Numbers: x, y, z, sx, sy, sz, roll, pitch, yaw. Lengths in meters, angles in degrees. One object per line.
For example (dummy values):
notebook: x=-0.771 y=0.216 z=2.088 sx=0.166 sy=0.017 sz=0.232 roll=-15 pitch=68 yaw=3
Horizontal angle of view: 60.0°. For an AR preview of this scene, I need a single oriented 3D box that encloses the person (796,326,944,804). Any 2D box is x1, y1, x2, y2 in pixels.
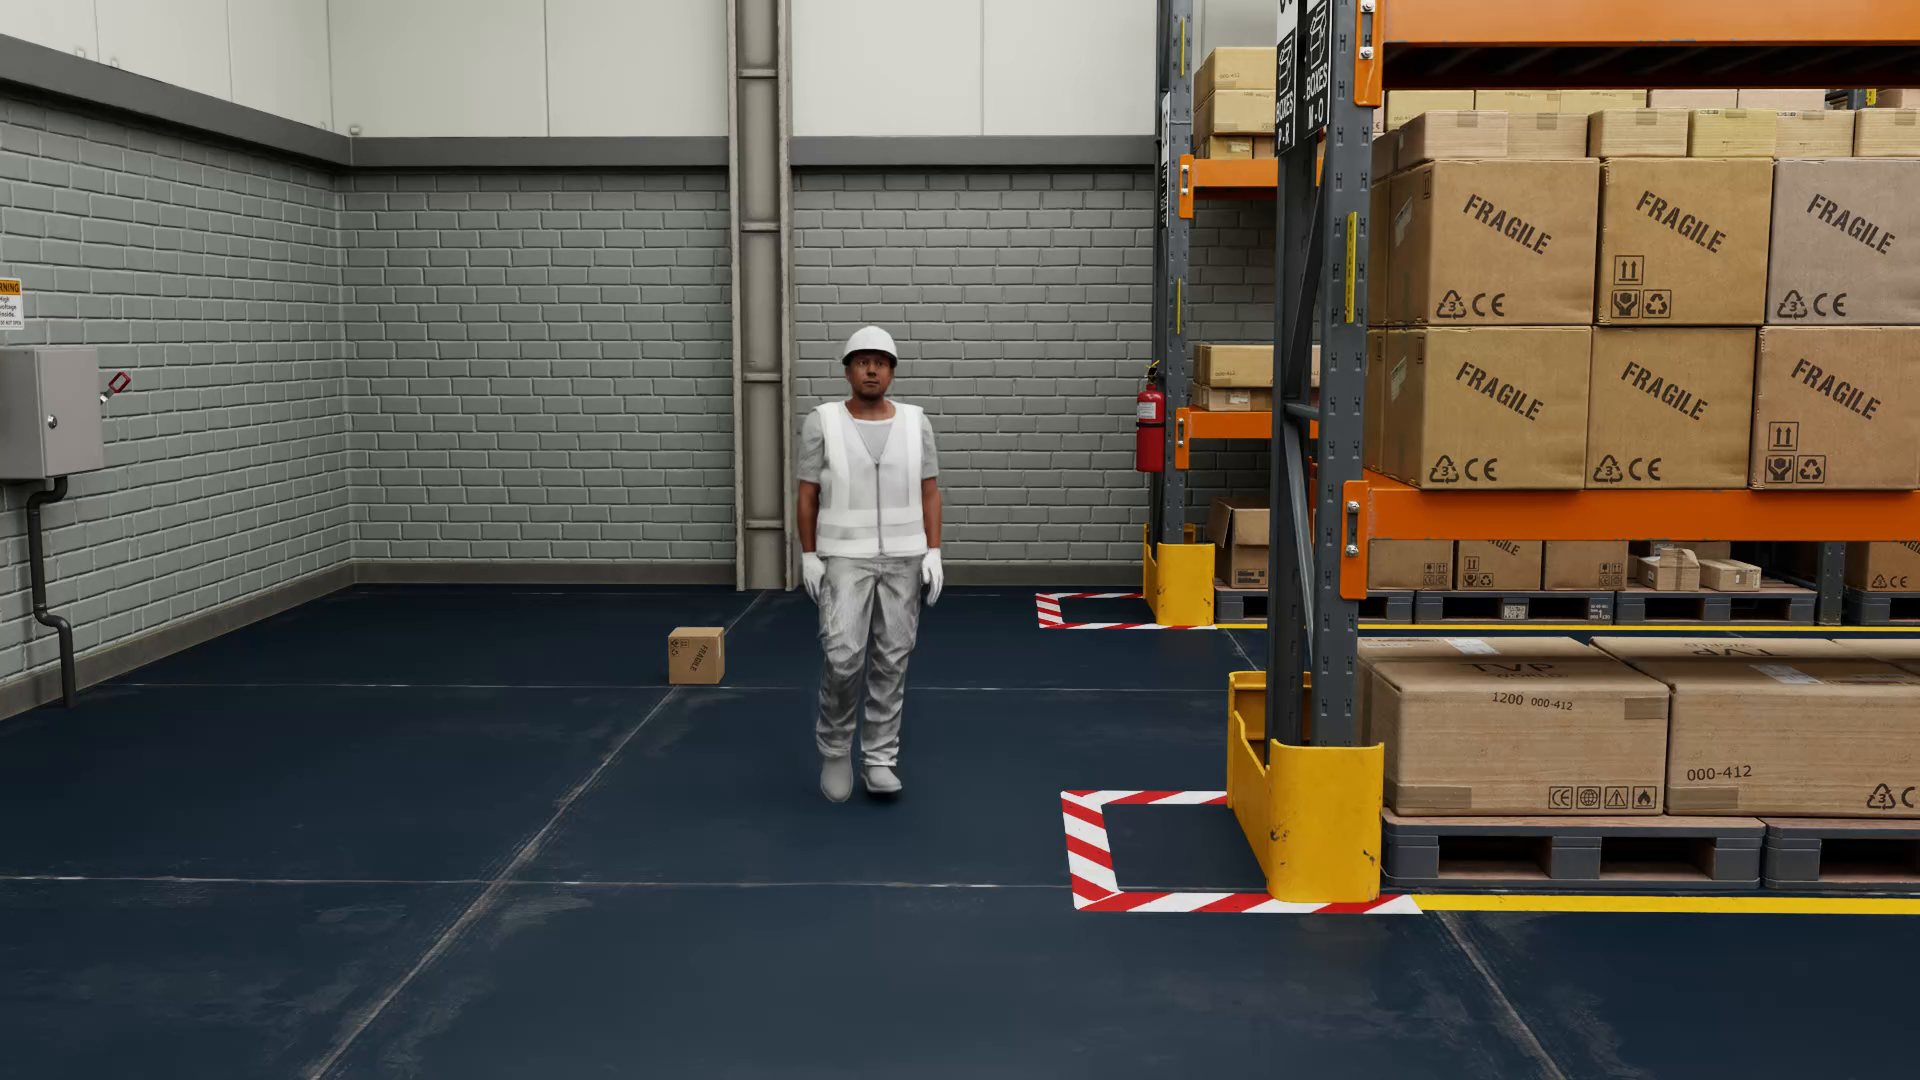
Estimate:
person: x=-0.320 y=0.103 z=6.290 sx=0.544 sy=1.814 sz=0.454 roll=-2 pitch=7 yaw=-16
